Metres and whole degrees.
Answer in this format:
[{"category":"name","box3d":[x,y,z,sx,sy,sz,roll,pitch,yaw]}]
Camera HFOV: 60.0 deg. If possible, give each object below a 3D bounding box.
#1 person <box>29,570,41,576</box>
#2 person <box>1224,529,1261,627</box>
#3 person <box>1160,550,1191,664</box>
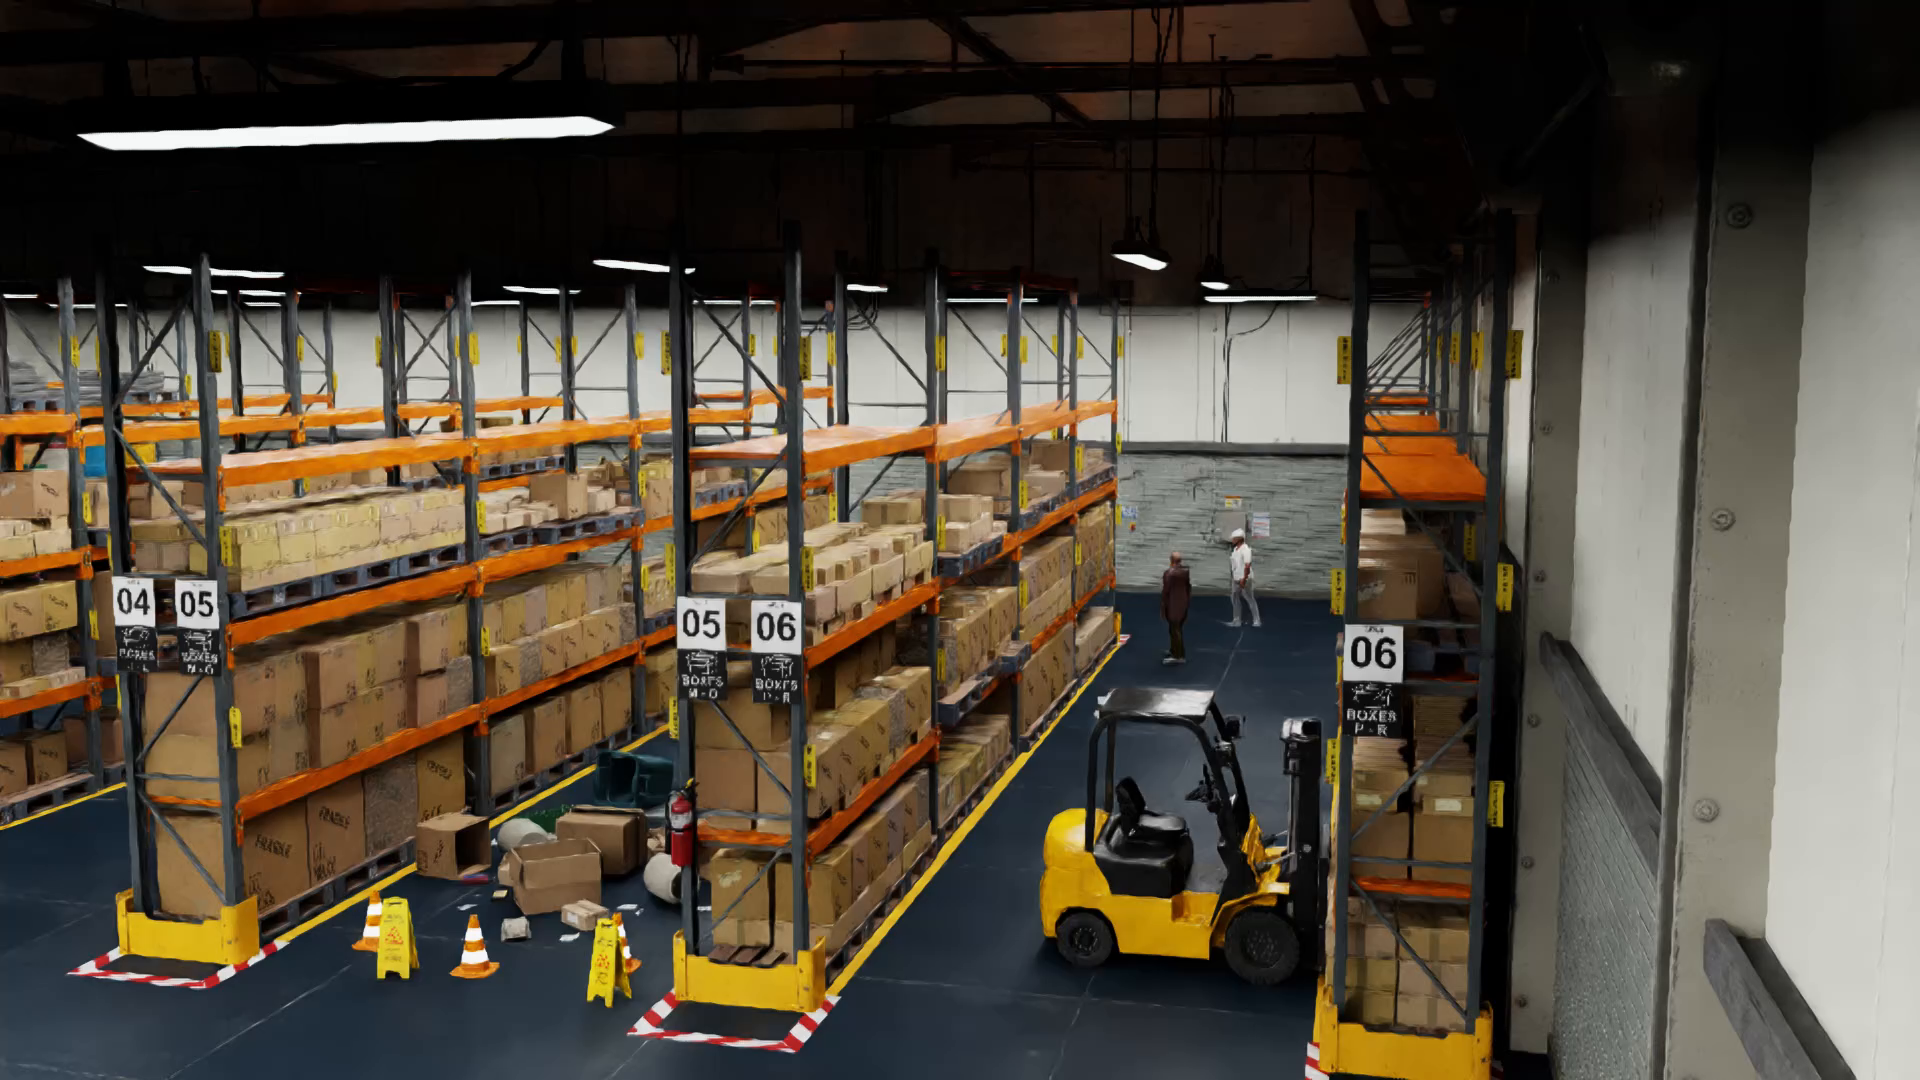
[{"category":"person","box3d":[-15.485,0.990,27.798,0.407,1.594,0.458,-2,7,-14]},{"category":"person","box3d":[5.067,0.684,29.713,0.614,1.762,0.594,-2,7,-18]},{"category":"person","box3d":[3.396,1.092,26.478,0.624,1.672,0.677,6,9,42]}]
